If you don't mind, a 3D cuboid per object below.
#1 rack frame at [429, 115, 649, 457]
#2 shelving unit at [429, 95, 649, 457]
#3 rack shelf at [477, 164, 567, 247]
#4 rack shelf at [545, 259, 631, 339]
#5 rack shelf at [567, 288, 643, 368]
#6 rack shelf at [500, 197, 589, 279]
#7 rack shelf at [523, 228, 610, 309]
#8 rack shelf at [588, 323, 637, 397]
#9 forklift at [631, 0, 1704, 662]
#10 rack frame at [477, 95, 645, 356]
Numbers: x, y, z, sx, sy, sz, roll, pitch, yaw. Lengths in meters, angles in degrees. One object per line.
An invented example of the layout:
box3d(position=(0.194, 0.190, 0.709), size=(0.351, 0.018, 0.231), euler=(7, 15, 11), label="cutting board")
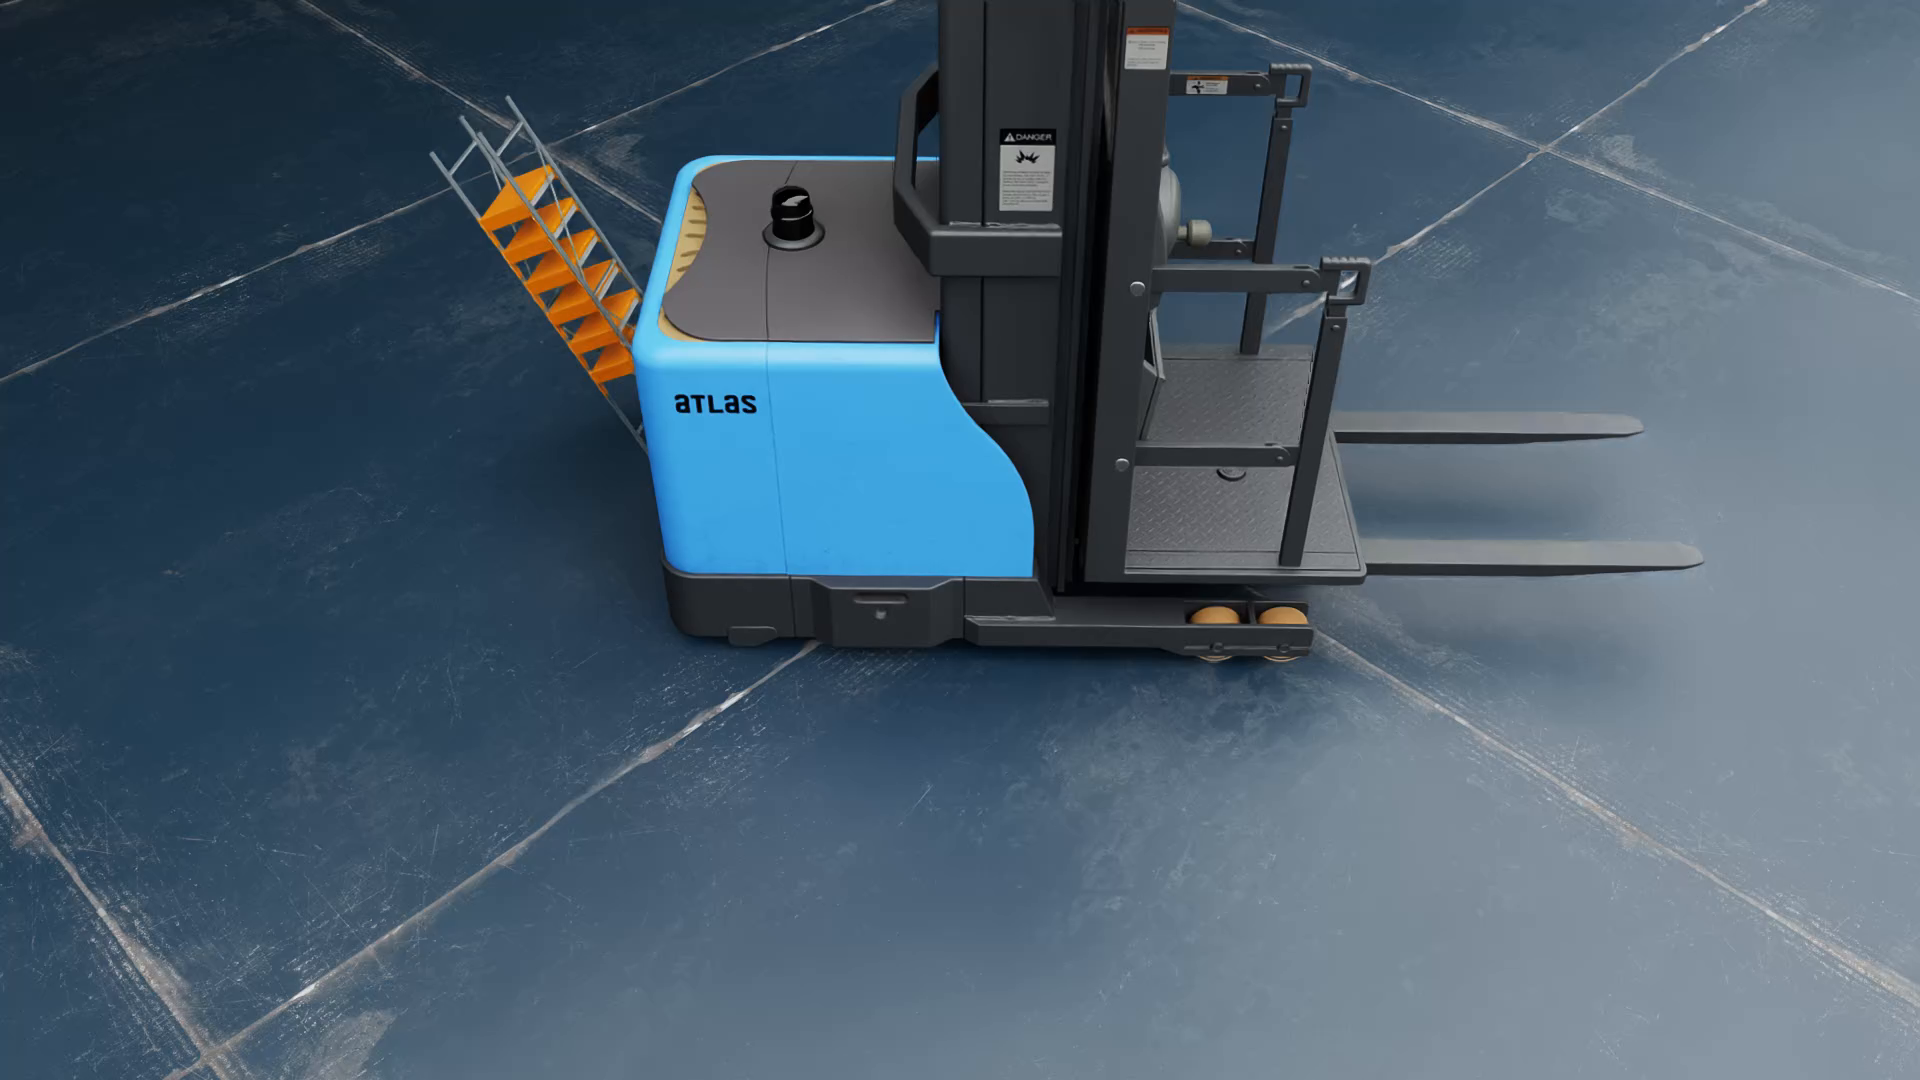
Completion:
box3d(position=(-1.277, -0.785, 5.303), size=(0.006, 1.200, 0.240), euler=(-14, 37, 25), label="rack frame")
box3d(position=(-1.196, -0.805, 5.265), size=(0.189, 1.200, 0.258), euler=(-14, 37, 25), label="shelving unit")
box3d(position=(-1.333, -1.030, 5.091), size=(0.180, 0.103, 0.258), euler=(-14, 37, 25), label="rack shelf")
box3d(position=(-1.176, -0.774, 5.289), size=(0.180, 0.103, 0.258), euler=(-14, 37, 25), label="rack shelf")
box3d(position=(-1.124, -0.688, 5.356), size=(0.180, 0.103, 0.258), euler=(-14, 37, 25), label="rack shelf")
box3d(position=(-1.281, -0.944, 5.157), size=(0.180, 0.103, 0.258), euler=(-14, 37, 25), label="rack shelf")
box3d(position=(-1.229, -0.859, 5.223), size=(0.180, 0.103, 0.258), euler=(-14, 37, 25), label="rack shelf")
box3d(position=(-1.072, -0.603, 5.422), size=(0.180, 0.103, 0.258), euler=(-14, 37, 25), label="rack shelf")
box3d(position=(0.664, -1.087, 4.266), size=(3.031, 2.935, 1.130), euler=(0, 43, 1), label="forklift")
box3d(position=(-1.115, -0.825, 5.227), size=(0.006, 1.200, 0.240), euler=(-14, 37, 25), label="rack frame")
